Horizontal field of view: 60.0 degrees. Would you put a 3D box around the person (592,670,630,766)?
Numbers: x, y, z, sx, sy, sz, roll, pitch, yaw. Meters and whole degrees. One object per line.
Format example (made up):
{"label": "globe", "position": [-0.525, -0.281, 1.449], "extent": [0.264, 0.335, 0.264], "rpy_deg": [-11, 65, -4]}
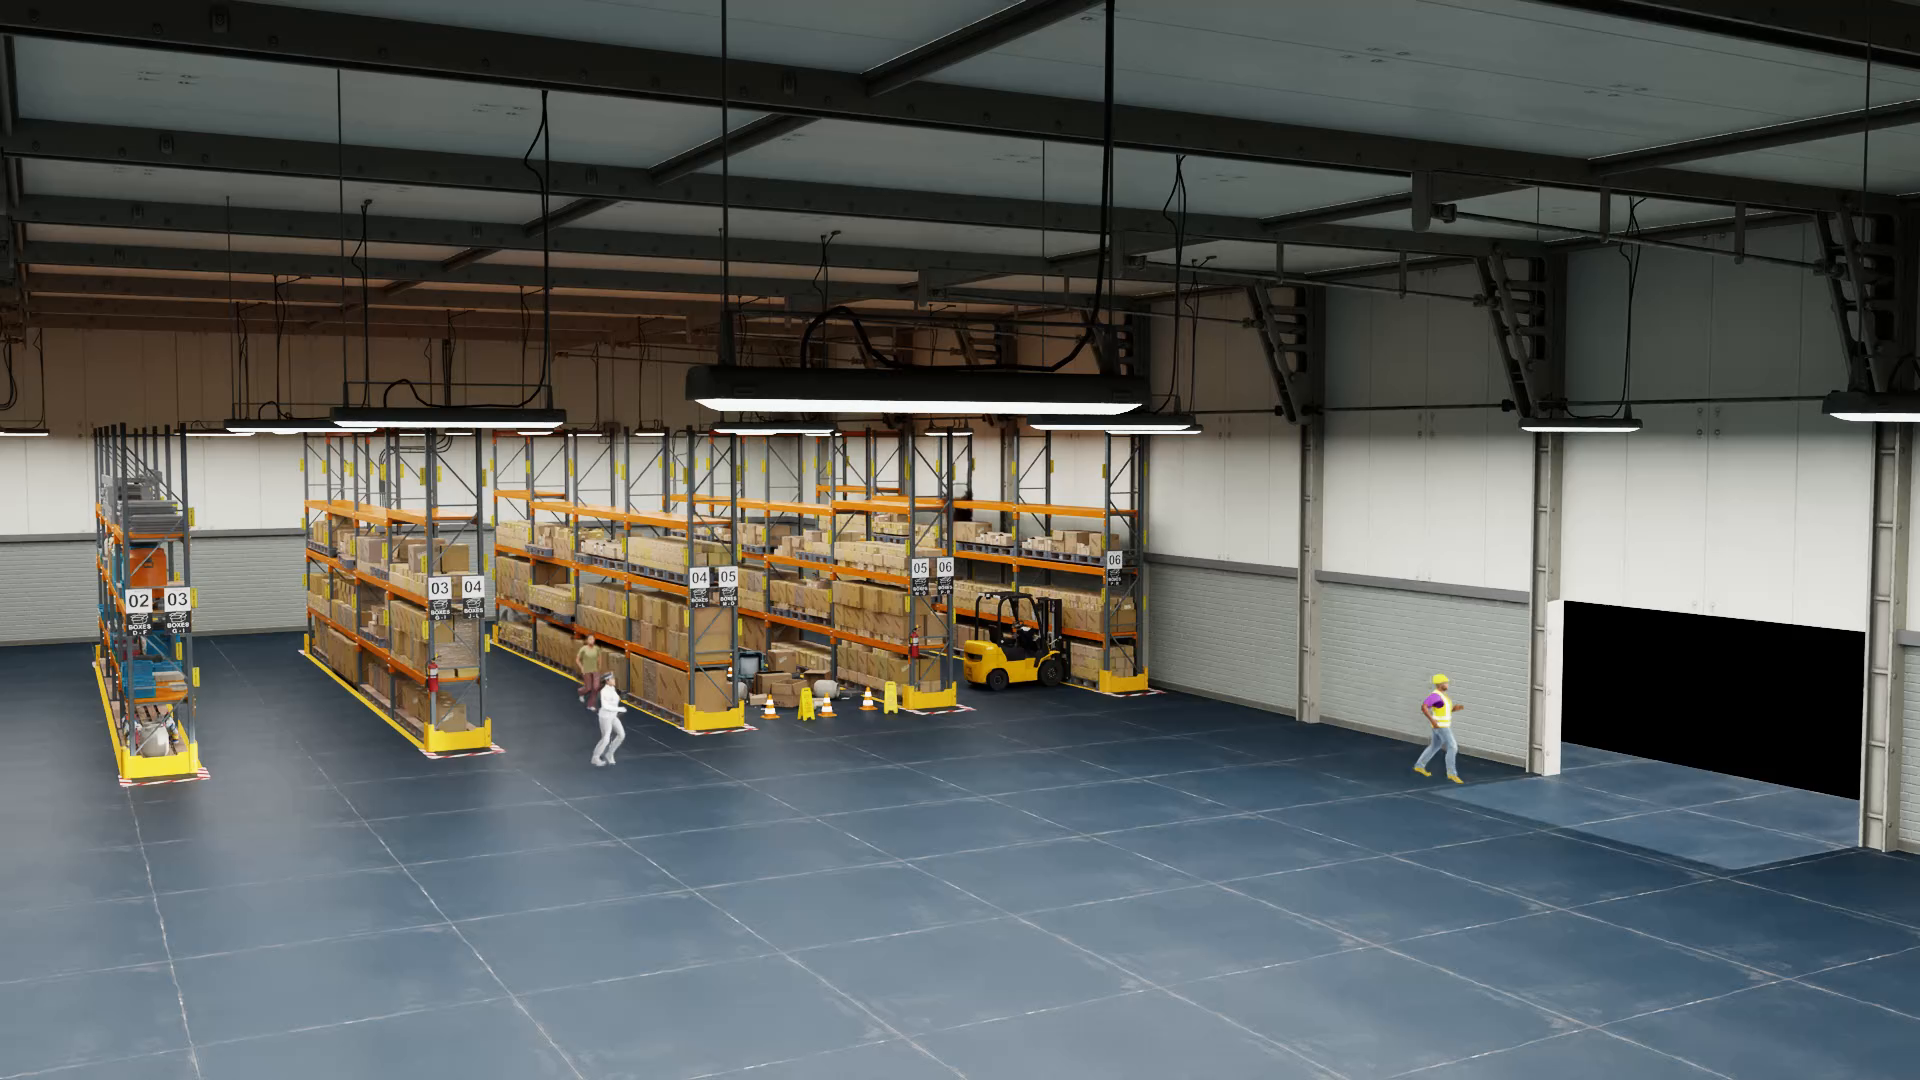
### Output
{"label": "person", "position": [-6.082, 3.136, 29.077], "extent": [0.708, 1.748, 0.627], "rpy_deg": [1, 3, 9]}

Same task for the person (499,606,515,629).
{"label": "person", "position": [-13.023, 1.995, 48.063], "extent": [0.674, 1.666, 0.551], "rpy_deg": [-3, 5, -40]}

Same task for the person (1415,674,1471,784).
{"label": "person", "position": [8.077, 3.138, 27.768], "extent": [0.903, 1.794, 0.685], "rpy_deg": [1, 4, 18]}

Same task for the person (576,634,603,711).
{"label": "person", "position": [-7.833, 2.803, 35.206], "extent": [0.568, 1.588, 0.587], "rpy_deg": [-2, 4, -35]}
